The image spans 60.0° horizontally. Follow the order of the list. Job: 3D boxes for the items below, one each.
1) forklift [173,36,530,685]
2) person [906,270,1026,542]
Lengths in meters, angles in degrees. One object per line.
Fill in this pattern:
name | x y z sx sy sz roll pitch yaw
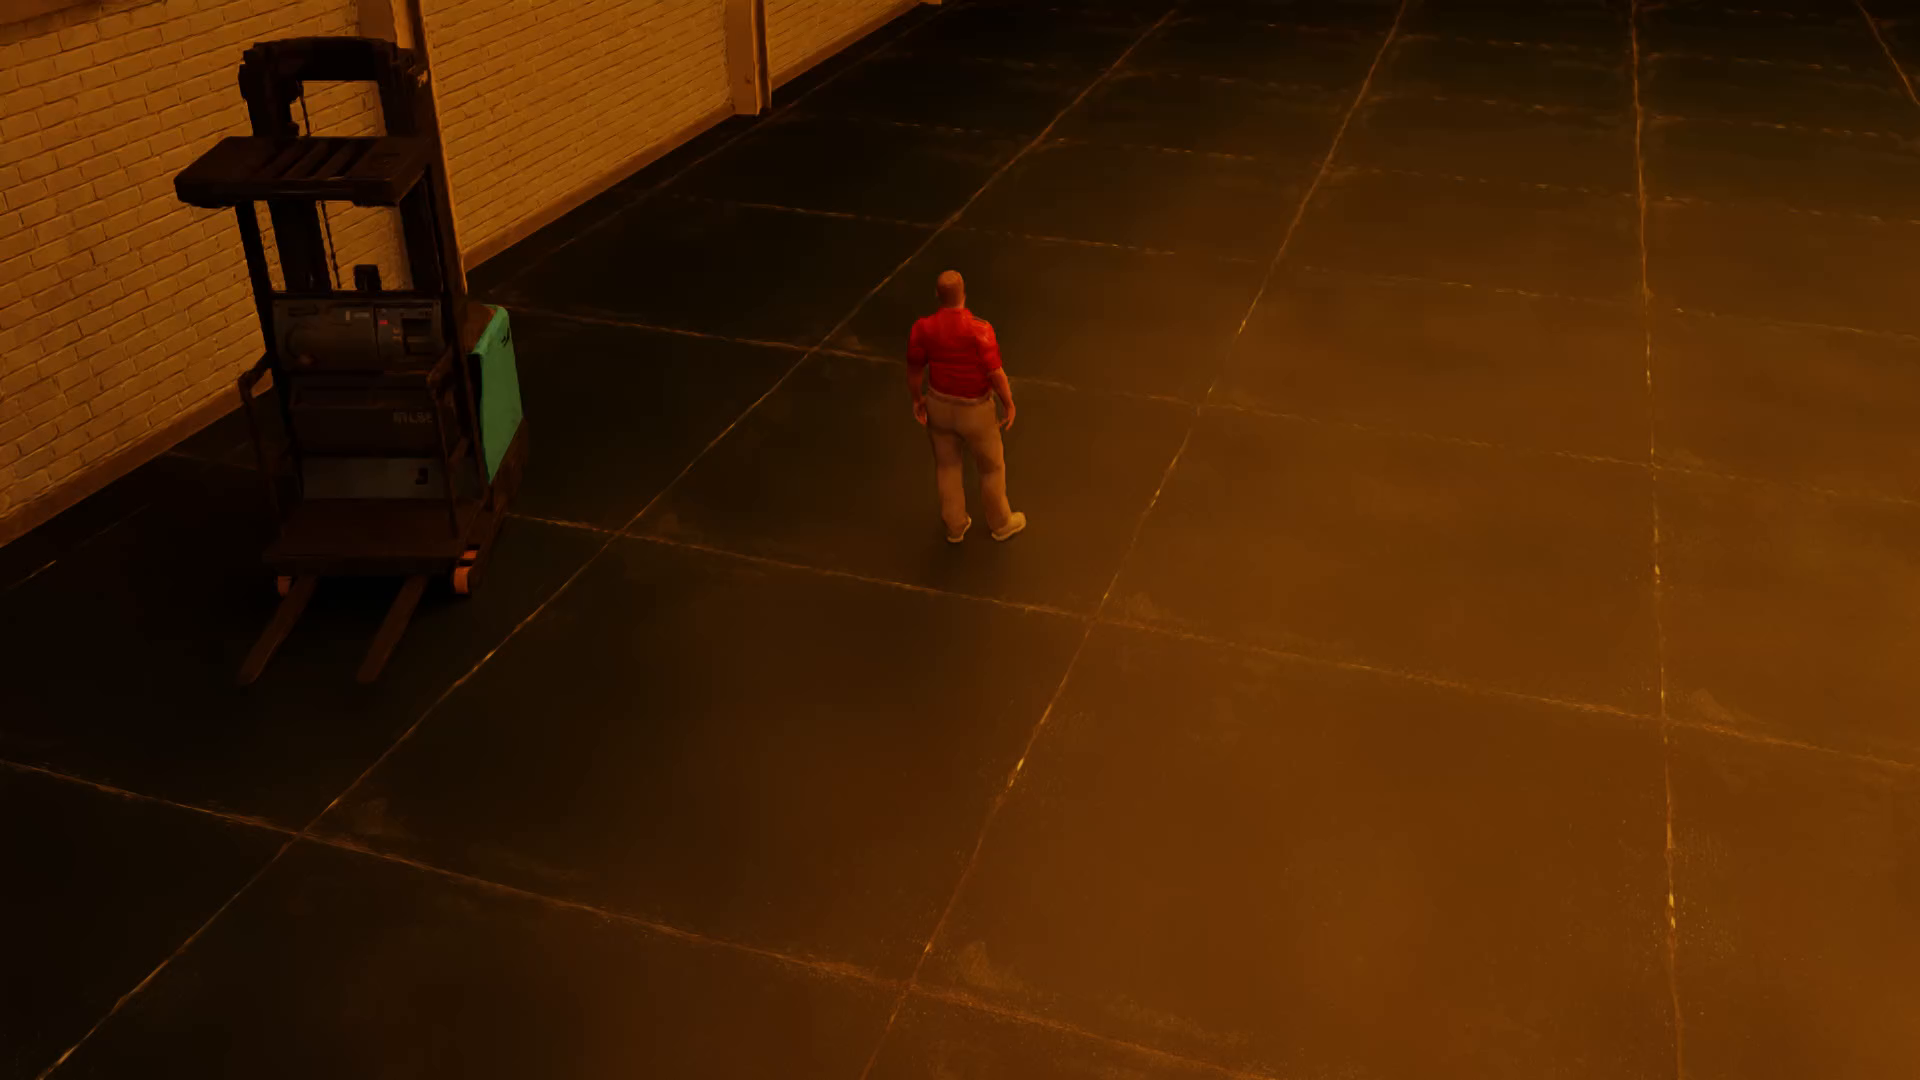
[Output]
forklift | -3.343 -1.106 9.077 1.130 2.935 3.031 -1 30 -1
person | 0.040 -0.798 9.735 0.640 1.727 0.550 10 31 16
